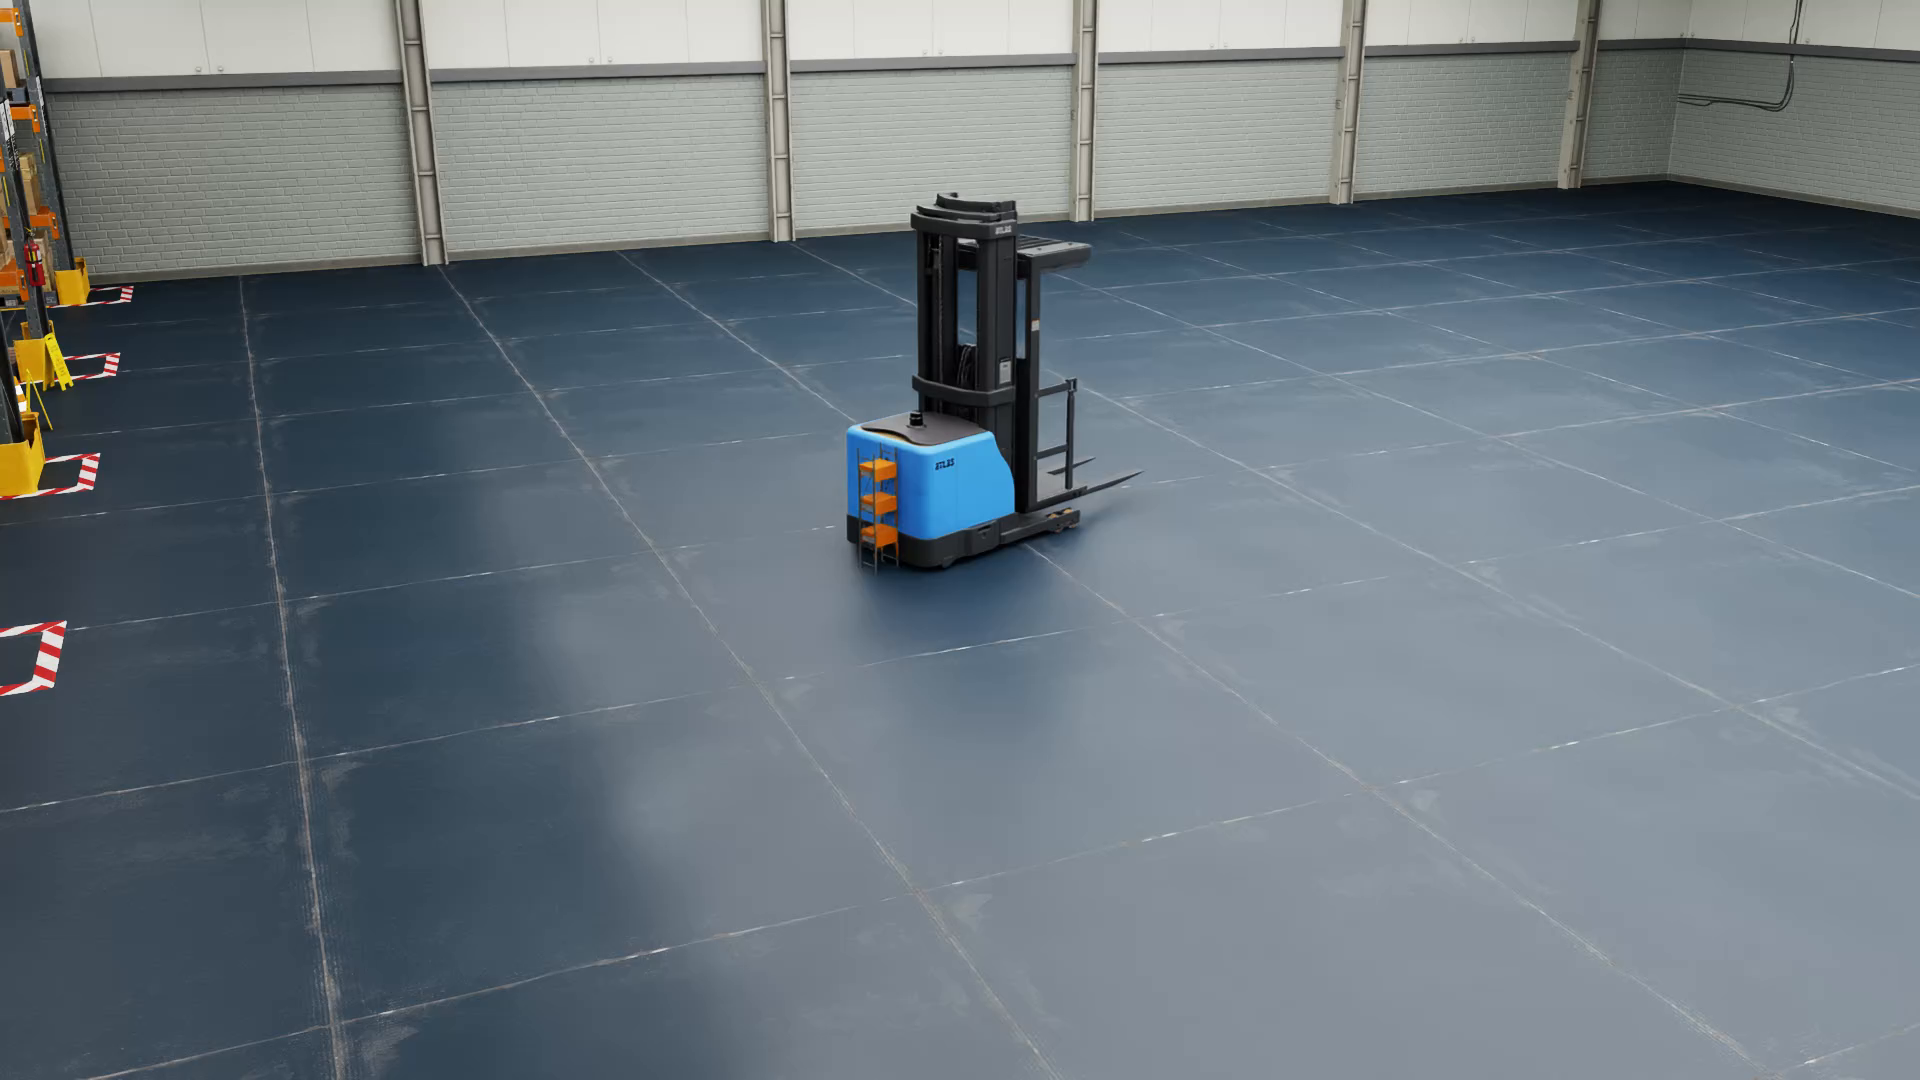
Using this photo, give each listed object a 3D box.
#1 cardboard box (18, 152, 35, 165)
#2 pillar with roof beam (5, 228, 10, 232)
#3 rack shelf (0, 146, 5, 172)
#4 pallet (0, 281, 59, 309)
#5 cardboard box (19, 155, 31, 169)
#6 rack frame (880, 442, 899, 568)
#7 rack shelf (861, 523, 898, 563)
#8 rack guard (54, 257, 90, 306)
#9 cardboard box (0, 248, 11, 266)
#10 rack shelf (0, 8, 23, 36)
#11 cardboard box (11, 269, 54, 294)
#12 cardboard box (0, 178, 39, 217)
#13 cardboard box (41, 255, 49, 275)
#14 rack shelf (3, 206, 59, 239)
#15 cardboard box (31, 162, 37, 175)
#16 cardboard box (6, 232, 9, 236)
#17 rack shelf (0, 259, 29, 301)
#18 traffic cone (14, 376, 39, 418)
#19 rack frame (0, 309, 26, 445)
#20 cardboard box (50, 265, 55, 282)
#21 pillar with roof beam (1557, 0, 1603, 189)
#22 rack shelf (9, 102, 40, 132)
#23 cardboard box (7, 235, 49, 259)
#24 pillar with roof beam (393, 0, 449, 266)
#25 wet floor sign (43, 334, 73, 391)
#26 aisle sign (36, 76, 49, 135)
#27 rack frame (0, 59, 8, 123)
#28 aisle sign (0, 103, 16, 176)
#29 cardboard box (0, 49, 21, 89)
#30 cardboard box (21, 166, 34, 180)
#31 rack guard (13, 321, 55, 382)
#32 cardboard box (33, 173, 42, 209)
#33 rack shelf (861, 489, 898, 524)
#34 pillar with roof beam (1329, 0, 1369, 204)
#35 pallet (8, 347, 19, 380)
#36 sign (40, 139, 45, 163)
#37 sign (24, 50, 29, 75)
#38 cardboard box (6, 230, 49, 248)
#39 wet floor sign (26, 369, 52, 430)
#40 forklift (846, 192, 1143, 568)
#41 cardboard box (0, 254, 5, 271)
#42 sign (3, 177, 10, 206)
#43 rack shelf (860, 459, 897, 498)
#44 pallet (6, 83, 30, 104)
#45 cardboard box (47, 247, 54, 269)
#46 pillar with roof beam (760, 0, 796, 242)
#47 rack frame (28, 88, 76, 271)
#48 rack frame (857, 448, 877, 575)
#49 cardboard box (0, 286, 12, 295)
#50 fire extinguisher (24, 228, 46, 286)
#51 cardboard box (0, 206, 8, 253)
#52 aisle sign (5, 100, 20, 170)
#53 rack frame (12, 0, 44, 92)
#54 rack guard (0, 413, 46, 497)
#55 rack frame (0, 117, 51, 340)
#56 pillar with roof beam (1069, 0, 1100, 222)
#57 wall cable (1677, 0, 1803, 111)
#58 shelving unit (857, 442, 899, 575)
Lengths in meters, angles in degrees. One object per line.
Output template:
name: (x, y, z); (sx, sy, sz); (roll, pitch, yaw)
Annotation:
cardboard box: (-13.593, -5.535, 24.150); (0.250, 0.149, 0.380); (-9, 21, -23)
pillar with roof beam: (-12.491, -6.720, 20.059); (0.400, 9.000, 9.100); (-8, 21, -22)
rack shelf: (-13.067, -4.320, 18.840); (4.000, 0.370, 1.077); (-8, 21, -22)
pallet: (-13.886, -3.592, 24.405); (1.213, 0.211, 1.003); (-8, 21, -22)
cardboard box: (-13.446, -5.402, 23.774); (0.250, 0.149, 0.380); (-8, 21, -22)
rack frame: (-0.586, -0.286, 13.753); (0.008, 1.050, 0.200); (-18, 26, -42)
rack shelf: (-0.672, 0.015, 13.768); (0.240, 0.259, 0.215); (-18, 26, -42)
rack guard: (-13.178, -3.844, 24.688); (0.348, 0.500, 1.175); (-8, 21, -22)
cardboard box: (-11.624, -3.407, 20.060); (0.250, 0.149, 0.380); (-8, 21, -22)
rack shelf: (-15.037, -7.059, 22.706); (4.000, 0.370, 1.077); (-8, 21, -22)
cardboard box: (-13.506, -3.763, 24.201); (0.500, 0.250, 0.500); (-8, 21, -22)
cardboard box: (-13.548, -4.923, 23.836); (0.500, 0.500, 0.500); (-9, 21, -23)
cardboard box: (-13.523, -3.998, 24.115); (0.500, 0.250, 0.500); (-8, 21, -23)
rack shelf: (-15.037, -4.418, 23.636); (4.000, 0.370, 1.077); (-8, 21, -22)
cardboard box: (-13.614, -5.408, 24.237); (0.250, 0.149, 0.380); (-9, 21, -23)
cardboard box: (-14.174, -4.321, 24.279); (0.500, 0.250, 0.500); (-8, 21, -22)
rack shelf: (-13.067, -2.905, 19.338); (4.000, 0.370, 1.077); (-8, 21, -22)
traffic cone: (-10.363, -1.567, 18.275); (0.334, 0.463, 0.336); (-8, 21, -22)
rack frame: (-9.177, -2.011, 15.717); (0.127, 3.000, 1.000); (-8, 21, -22)
cardboard box: (-13.729, -3.916, 24.637); (0.500, 0.250, 0.500); (-8, 21, -22)
pillar with roof beam: (15.055, -10.667, 31.268); (0.400, 9.000, 9.100); (-8, 21, -22)
rack shelf: (-15.037, -5.833, 23.138); (4.000, 0.370, 1.077); (-8, 21, -22)
cardboard box: (-13.499, -4.237, 24.042); (0.500, 0.250, 0.500); (-7, 21, -20)
pillar with roof beam: (-6.982, -7.510, 22.301); (0.400, 9.000, 9.100); (-8, 21, -22)
wet floor sign: (-10.632, -2.095, 19.501); (0.232, 0.644, 0.267); (-1, 19, -3)
aisle sign: (-13.023, -6.166, 23.602); (0.004, 0.787, 0.394); (-8, 21, -22)
rack frame: (-11.231, -6.337, 18.970); (0.127, 3.000, 1.000); (-8, 21, -22)
aisle sign: (-11.059, -4.653, 19.306); (0.004, 0.787, 0.394); (-8, 21, -22)
cardboard box: (-13.510, -6.595, 23.286); (0.500, 0.500, 0.500); (-7, 21, -20)
cardboard box: (-13.407, -5.242, 23.767); (0.250, 0.149, 0.380); (-8, 21, -21)
rack guard: (-11.300, -2.318, 20.353); (0.348, 0.500, 1.175); (-8, 21, -22)
cardboard box: (-13.765, -5.087, 24.303); (0.500, 0.500, 0.500); (-7, 21, -20)
rack shelf: (-0.672, -0.247, 13.676); (0.240, 0.259, 0.215); (-18, 26, -42)
pillar with roof beam: (9.546, -9.878, 29.026); (0.400, 9.000, 9.100); (-8, 21, -22)
pallet: (-12.060, -2.086, 20.128); (1.213, 0.211, 1.003); (-8, 21, -22)
sign: (-12.998, -5.511, 23.557); (0.005, 0.325, 0.100); (-8, 21, -22)
sign: (-12.998, -6.648, 23.157); (0.005, 0.325, 0.100); (-8, 21, -22)
cardboard box: (-13.716, -4.388, 24.469); (0.500, 0.250, 0.500); (-8, 21, -23)
wet floor sign: (-9.935, -1.508, 17.833); (0.232, 0.644, 0.267); (-12, 23, -31)
forklift: (0.428, -1.552, 14.516); (3.031, 2.935, 1.130); (-18, 26, -42)
cardboard box: (-11.489, -3.274, 19.683); (0.250, 0.149, 0.380); (-7, 21, -20)
sign: (-11.029, -4.030, 19.233); (0.005, 0.325, 0.100); (-8, 21, -22)
rack shelf: (-0.672, -0.515, 13.582); (0.240, 0.259, 0.215); (-18, 26, -42)
pallet: (-13.860, -6.308, 23.539); (1.213, 0.211, 1.003); (-8, 21, -22)
cardboard box: (-13.714, -4.159, 24.572); (0.500, 0.250, 0.500); (-8, 21, -21)
pillar with roof beam: (-1.473, -8.299, 24.543); (0.400, 9.000, 9.100); (-8, 21, -22)
rack frame: (-13.200, -5.020, 24.264); (0.127, 3.000, 1.000); (-8, 21, -22)
rack frame: (-0.759, -0.229, 13.591); (0.008, 1.050, 0.200); (-18, 26, -42)
cardboard box: (-13.967, -3.701, 24.024); (0.500, 0.250, 0.500); (-8, 21, -22)
fire extinguisher: (-10.943, -3.345, 19.623); (0.183, 0.674, 0.296); (-8, 21, -22)
cardboard box: (-11.775, -3.717, 19.963); (0.500, 0.500, 0.500); (-8, 21, -23)
aisle sign: (-11.296, -4.836, 19.826); (0.004, 0.787, 0.394); (-8, 21, -22)
rack frame: (-13.200, -7.850, 23.267); (0.127, 3.000, 1.000); (-8, 21, -22)
rack guard: (-9.155, -0.835, 16.141); (0.348, 0.500, 1.175); (-8, 21, -22)
rack frame: (-11.231, -3.507, 19.966); (0.127, 3.000, 1.000); (-8, 21, -22)
pillar with roof beam: (4.037, -9.088, 26.784); (0.400, 9.000, 9.100); (-8, 21, -22)
wall cable: (16.579, -10.499, 35.467); (0.112, 2.526, 3.097); (-8, 21, -22)
shelving unit: (-0.672, -0.257, 13.672); (0.252, 1.050, 0.215); (-18, 26, -42)
